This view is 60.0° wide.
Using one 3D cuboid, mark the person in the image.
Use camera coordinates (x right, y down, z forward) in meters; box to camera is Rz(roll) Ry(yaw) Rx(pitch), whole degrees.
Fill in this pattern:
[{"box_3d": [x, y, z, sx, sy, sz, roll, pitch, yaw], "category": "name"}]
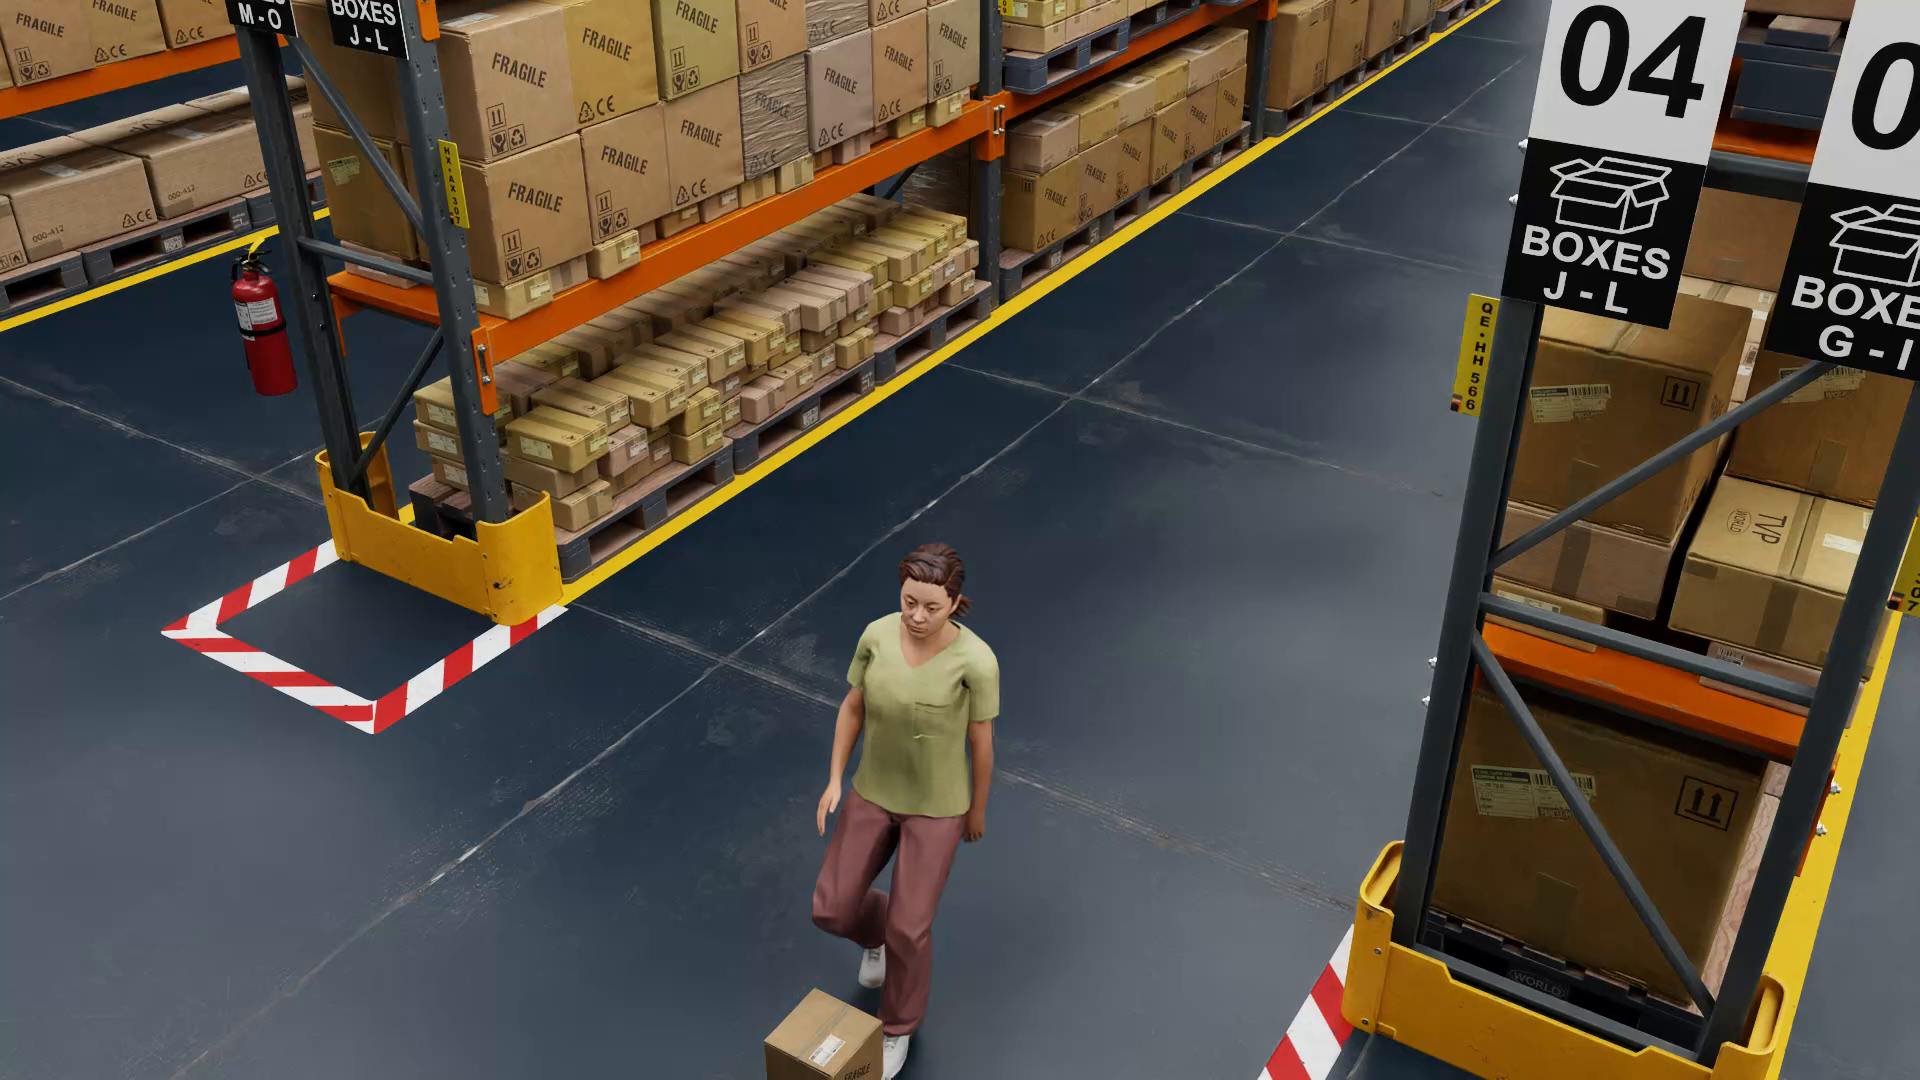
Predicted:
[{"box_3d": [-0.169, 0.788, 4.871, 0.473, 1.622, 0.640, 12, 33, 19], "category": "person"}]
